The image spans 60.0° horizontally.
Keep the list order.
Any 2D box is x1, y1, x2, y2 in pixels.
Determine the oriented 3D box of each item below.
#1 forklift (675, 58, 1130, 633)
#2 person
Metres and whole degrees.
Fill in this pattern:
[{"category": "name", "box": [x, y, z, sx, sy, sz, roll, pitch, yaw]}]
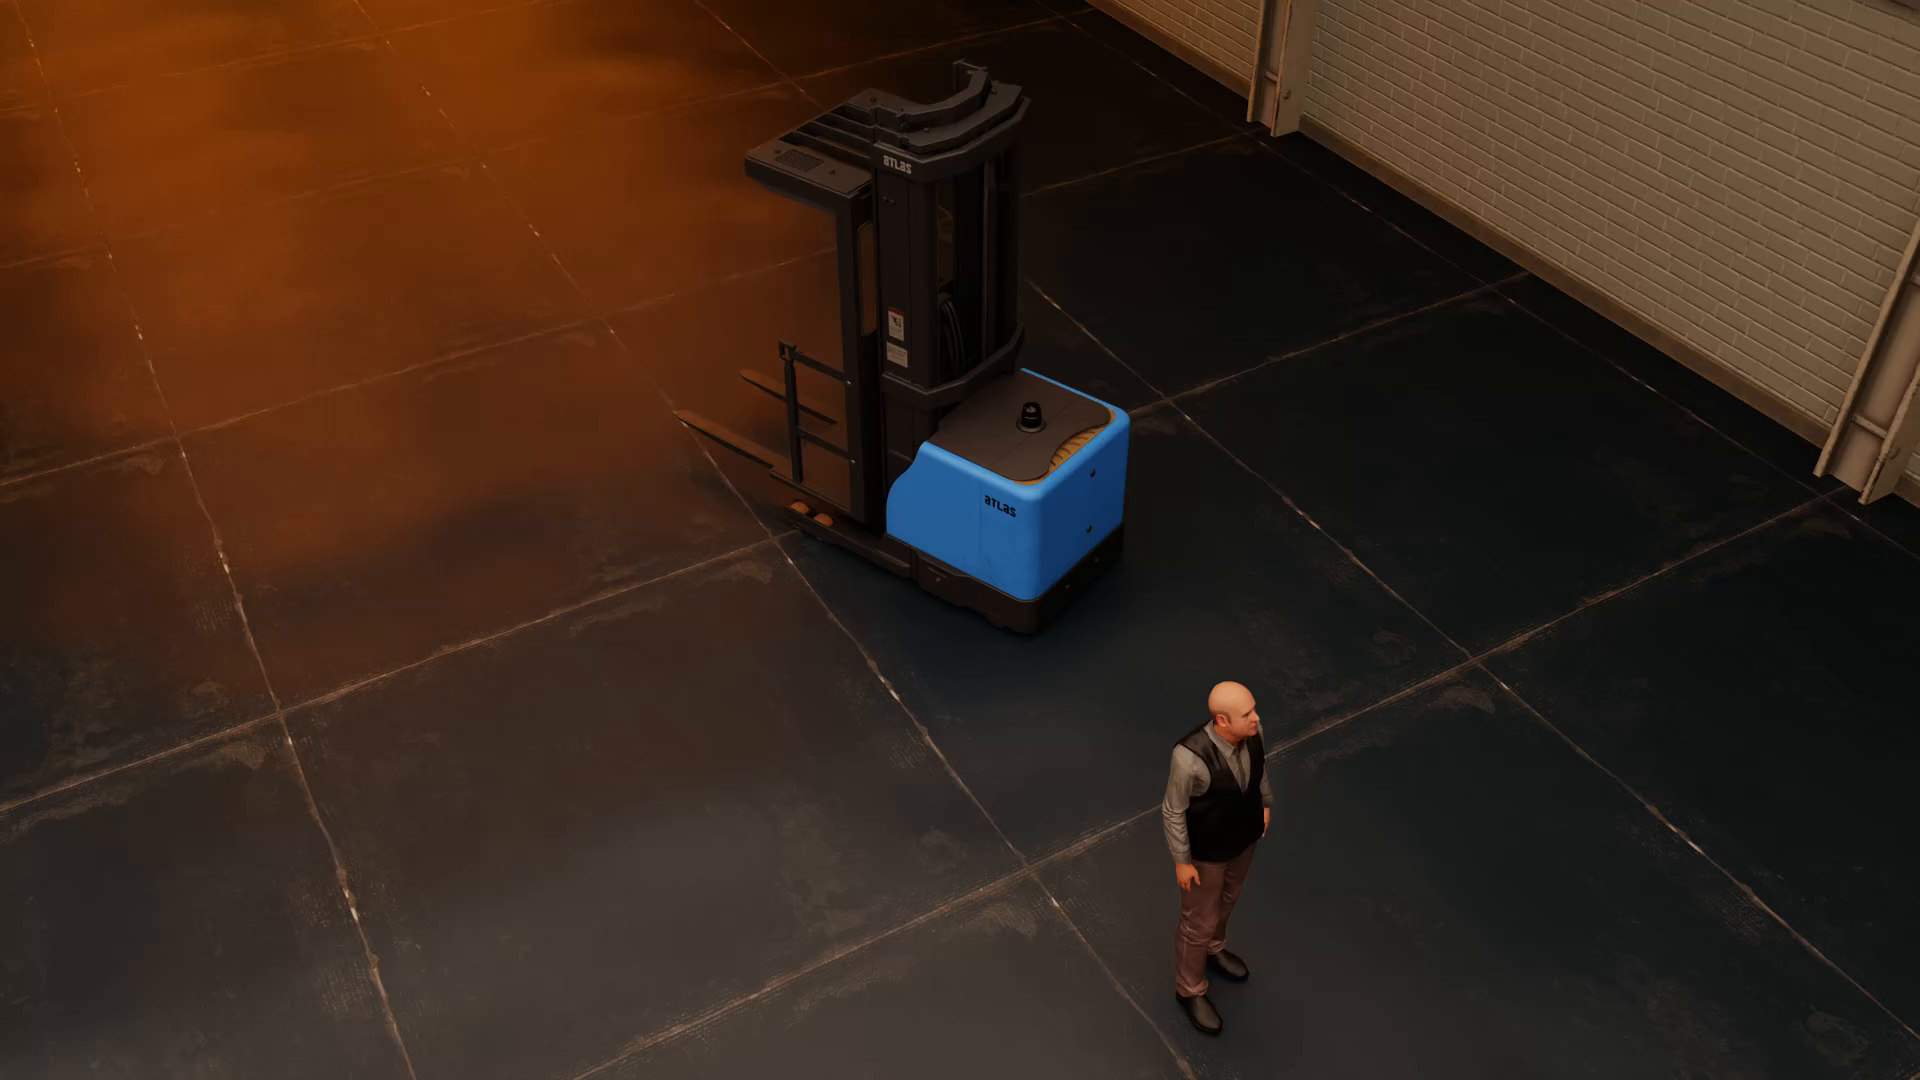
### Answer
[{"category": "forklift", "box": [-0.481, -1.366, 9.683, 3.031, 2.935, 1.130, 26, 46, 28]}, {"category": "person", "box": [1.188, 1.354, 7.340, 0.633, 1.722, 0.566, -30, 48, -31]}]
